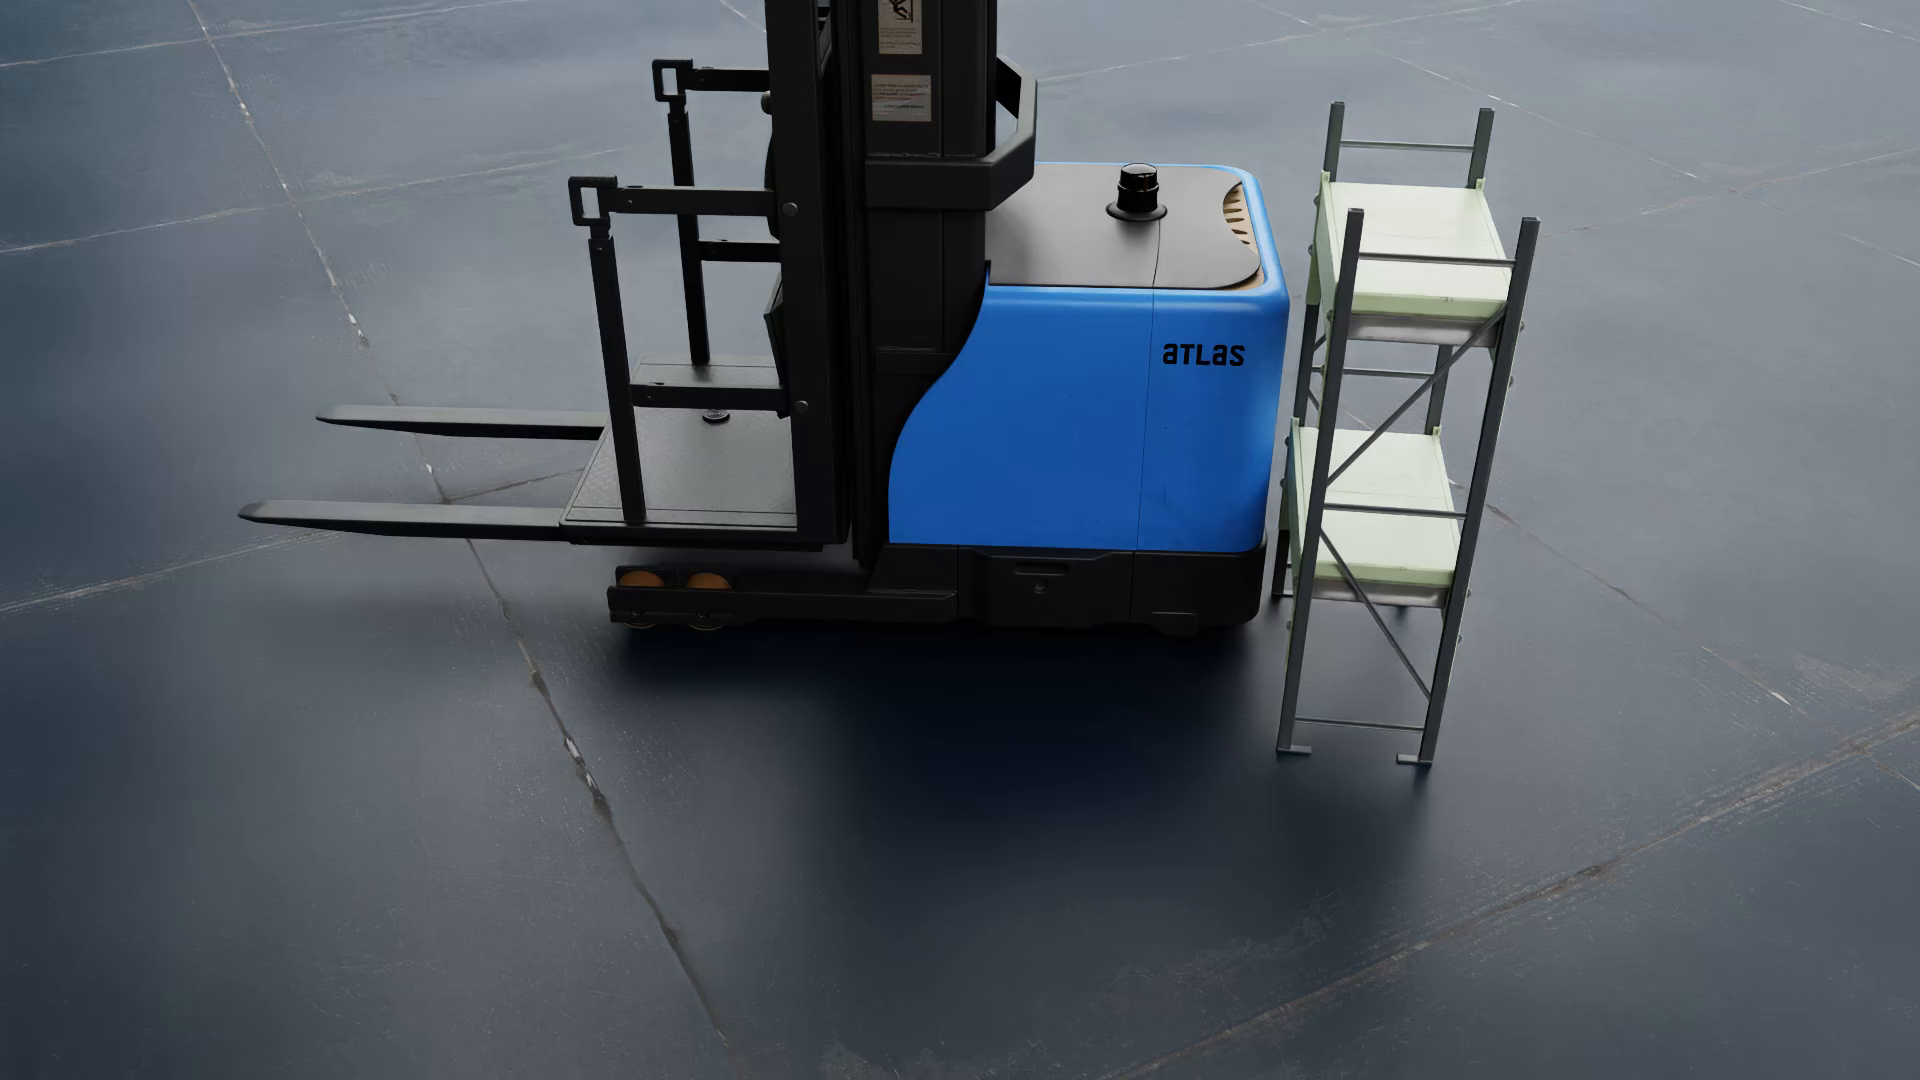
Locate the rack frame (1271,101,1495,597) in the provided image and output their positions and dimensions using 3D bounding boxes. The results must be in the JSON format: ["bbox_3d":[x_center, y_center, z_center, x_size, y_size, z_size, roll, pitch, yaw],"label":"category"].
[{"bbox_3d":[1.134,-0.457,4.573,0.400,1.500,0.023,4,33,7],"label":"rack frame"}]

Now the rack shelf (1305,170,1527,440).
[{"bbox_3d":[1.084,-0.590,4.057,0.431,0.370,0.720,4,33,7],"label":"rack shelf"}]

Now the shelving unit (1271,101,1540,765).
[{"bbox_3d":[1.084,-0.261,4.268,0.431,1.500,0.755,4,33,7],"label":"shelving unit"}]

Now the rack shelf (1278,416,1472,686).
[{"bbox_3d":[1.084,0.013,4.443,0.431,0.370,0.720,4,33,7],"label":"rack shelf"}]

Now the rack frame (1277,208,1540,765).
[{"bbox_3d":[1.034,-0.066,3.962,0.400,1.500,0.023,4,33,7],"label":"rack frame"}]

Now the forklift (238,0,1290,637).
[{"bbox_3d":[-0.623,-1.253,4.489,3.031,2.935,1.130,2,33,3],"label":"forklift"}]
